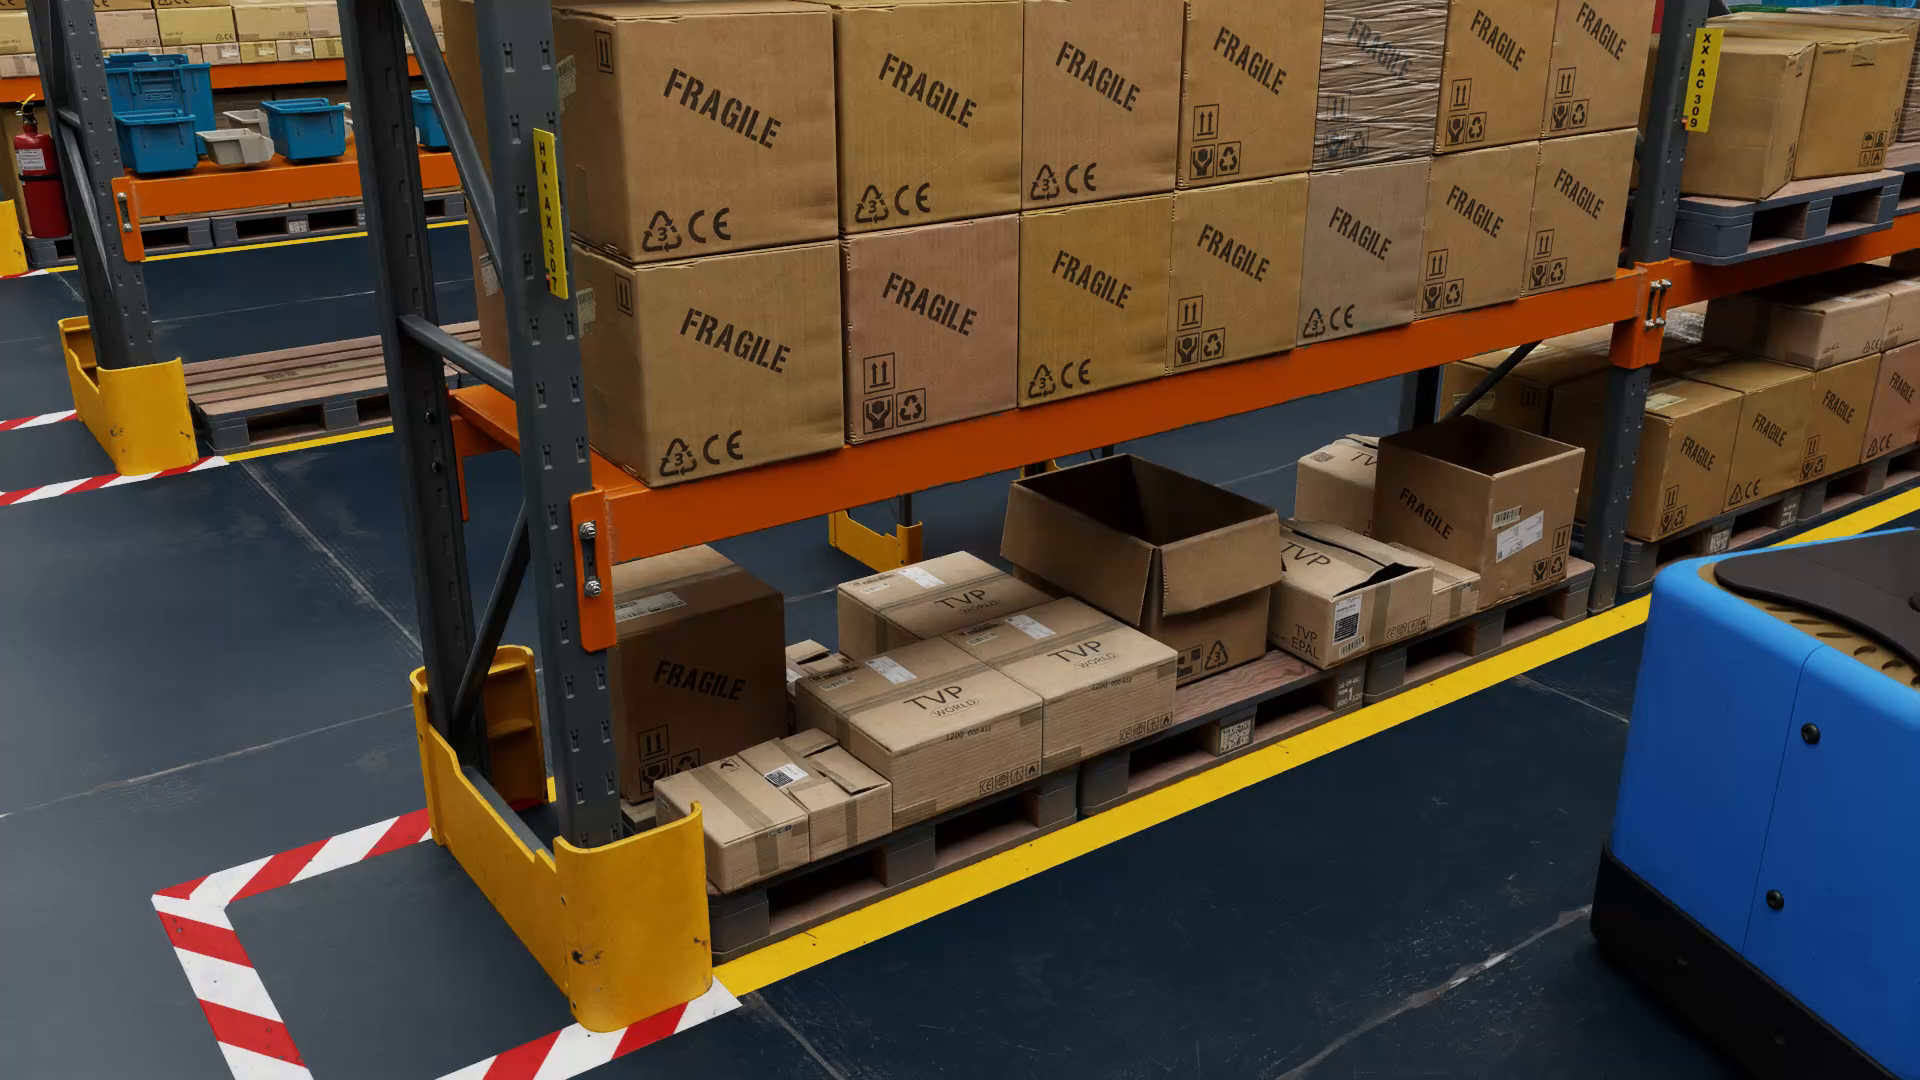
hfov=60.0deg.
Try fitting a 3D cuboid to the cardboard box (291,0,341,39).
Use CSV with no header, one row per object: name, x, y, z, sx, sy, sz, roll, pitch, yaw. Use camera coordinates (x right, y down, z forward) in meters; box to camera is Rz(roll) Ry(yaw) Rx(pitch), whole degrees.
cardboard box,-4.704,-3.925,12.485,0.500,0.250,0.500,-14,26,-32

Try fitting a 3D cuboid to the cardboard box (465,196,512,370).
cardboard box,-0.926,-0.632,4.299,0.500,0.500,0.500,-14,26,-31

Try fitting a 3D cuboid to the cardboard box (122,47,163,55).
cardboard box,-5.806,-3.417,11.752,0.250,0.149,0.380,-15,26,-34

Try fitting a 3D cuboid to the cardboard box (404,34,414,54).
cardboard box,-4.349,-3.806,12.725,0.250,0.149,0.380,-14,26,-32

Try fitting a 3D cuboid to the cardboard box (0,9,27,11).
cardboard box,-6.675,-3.641,11.775,0.500,0.250,0.500,-15,26,-34

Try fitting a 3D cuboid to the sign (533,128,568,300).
sign,-0.814,-0.646,3.300,0.005,0.325,0.100,-15,26,-33

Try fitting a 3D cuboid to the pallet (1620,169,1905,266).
pallet,2.829,-1.324,6.426,1.213,0.211,1.003,-15,26,-33

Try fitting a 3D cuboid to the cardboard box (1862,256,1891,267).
cardboard box,4.827,-1.169,8.559,0.500,0.500,0.500,-14,26,-31

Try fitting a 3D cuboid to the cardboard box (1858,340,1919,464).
cardboard box,3.898,-0.682,7.336,0.500,0.500,0.500,-16,27,-35

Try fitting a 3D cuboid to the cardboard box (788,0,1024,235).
cardboard box,-0.197,-1.050,3.996,0.500,0.500,0.500,-15,26,-32

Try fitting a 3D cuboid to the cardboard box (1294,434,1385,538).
cardboard box,1.649,-0.203,6.391,0.500,0.311,0.500,-15,26,-33

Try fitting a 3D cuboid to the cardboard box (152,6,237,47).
cardboard box,-5.538,-3.701,11.926,0.500,0.250,0.500,-16,27,-35

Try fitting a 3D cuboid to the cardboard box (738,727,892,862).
cardboard box,-0.387,0.663,4.416,0.250,0.166,0.380,-15,26,-33

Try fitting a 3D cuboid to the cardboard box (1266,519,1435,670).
cardboard box,1.211,0.143,5.526,0.500,0.311,0.500,-15,26,-33

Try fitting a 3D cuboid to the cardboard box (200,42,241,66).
cardboard box,-5.390,-3.528,12.029,0.250,0.149,0.380,-15,26,-33

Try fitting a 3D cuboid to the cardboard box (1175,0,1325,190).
cardboard box,0.624,-1.267,4.540,0.500,0.500,0.500,-15,26,-33

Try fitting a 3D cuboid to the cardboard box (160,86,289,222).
cardboard box,-5.702,-2.956,12.557,0.875,0.875,0.875,-15,26,-33

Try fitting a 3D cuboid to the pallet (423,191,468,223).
pallet,-4.329,-2.818,13.673,1.213,0.211,1.003,-15,26,-33

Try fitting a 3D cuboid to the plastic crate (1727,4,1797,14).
plastic crate,6.987,-4.606,14.677,0.662,0.188,0.450,-15,26,-33

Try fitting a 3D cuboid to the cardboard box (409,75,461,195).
cardboard box,-4.249,-3.343,13.528,0.875,0.875,0.875,-15,26,-33

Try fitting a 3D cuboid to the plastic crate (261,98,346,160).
plastic crate,-3.094,-1.945,7.868,0.300,0.233,0.416,-15,26,-33

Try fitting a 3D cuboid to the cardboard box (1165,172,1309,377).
cardboard box,0.615,-0.799,4.716,0.500,0.500,0.500,-15,26,-32

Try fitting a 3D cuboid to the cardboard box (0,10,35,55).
cardboard box,-6.366,-3.479,11.369,0.500,0.250,0.500,-16,27,-34

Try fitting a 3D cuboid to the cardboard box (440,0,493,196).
cardboard box,-0.930,-1.097,4.114,0.500,0.500,0.500,-15,26,-33

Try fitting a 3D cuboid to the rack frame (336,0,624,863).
rack frame,-1.131,-0.407,3.869,0.127,3.000,1.000,-15,26,-33

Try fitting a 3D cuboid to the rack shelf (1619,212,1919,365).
rack shelf,3.740,-1.372,7.257,4.000,0.370,1.077,-15,26,-33

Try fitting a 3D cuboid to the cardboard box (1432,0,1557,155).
cardboard box,1.443,-1.485,5.085,0.500,0.500,0.500,-16,27,-34

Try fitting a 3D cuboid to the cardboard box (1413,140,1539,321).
cardboard box,1.443,-1.022,5.275,0.500,0.500,0.500,-14,26,-31

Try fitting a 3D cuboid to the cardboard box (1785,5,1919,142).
cardboard box,4.064,-2.069,7.333,0.500,0.500,0.700,-10,24,-23

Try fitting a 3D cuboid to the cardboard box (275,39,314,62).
cardboard box,-4.973,-3.640,12.309,0.250,0.149,0.380,-14,26,-32

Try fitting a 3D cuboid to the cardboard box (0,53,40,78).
cardboard box,-6.432,-3.249,11.330,0.250,0.149,0.380,-15,26,-32

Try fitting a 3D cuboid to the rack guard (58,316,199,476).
rack guard,-4.033,-0.728,8.046,0.348,0.500,1.175,-15,26,-33

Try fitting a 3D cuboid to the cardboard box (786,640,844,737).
cardboard box,-0.452,0.452,4.945,0.250,0.166,0.380,-15,26,-33

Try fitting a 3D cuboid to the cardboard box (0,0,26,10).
cardboard box,-6.671,-3.989,11.636,0.500,0.500,0.500,-15,26,-32

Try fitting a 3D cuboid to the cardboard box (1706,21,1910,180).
cardboard box,3.152,-1.717,6.452,0.500,0.500,0.700,-10,24,-25

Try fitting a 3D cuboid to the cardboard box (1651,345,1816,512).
cardboard box,3.078,-0.466,6.797,0.500,0.500,0.500,-14,26,-32

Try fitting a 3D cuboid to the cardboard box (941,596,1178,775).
cardboard box,0.288,0.417,4.921,0.500,0.250,0.500,-15,26,-33

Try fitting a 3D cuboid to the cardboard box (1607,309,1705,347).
cardboard box,3.163,-0.722,7.438,0.500,0.500,0.500,-15,26,-32

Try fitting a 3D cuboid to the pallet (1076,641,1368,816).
pallet,0.567,0.436,5.518,1.213,0.211,1.003,-15,26,-33

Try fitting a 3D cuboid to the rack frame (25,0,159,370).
rack frame,-4.021,-1.898,7.606,0.127,3.000,1.000,-15,26,-33

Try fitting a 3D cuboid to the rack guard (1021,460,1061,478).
rack guard,0.466,-0.240,7.162,0.087,0.250,0.587,-15,26,-33

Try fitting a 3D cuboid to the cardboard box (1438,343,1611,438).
cardboard box,2.349,-0.509,6.904,0.500,0.500,0.500,-15,26,-33

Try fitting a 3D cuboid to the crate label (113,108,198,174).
crate label,-3.628,-1.803,7.511,0.303,0.233,0.416,-15,26,-33

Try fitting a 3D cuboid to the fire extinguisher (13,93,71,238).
fire extinguisher,-4.408,-1.793,7.950,0.183,0.674,0.296,-15,26,-33

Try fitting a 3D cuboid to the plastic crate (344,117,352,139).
plastic crate,-3.221,-2.093,8.368,0.243,0.136,0.396,-15,26,-33

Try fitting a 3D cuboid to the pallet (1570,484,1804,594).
pallet,2.754,-0.165,7.025,1.213,0.211,1.003,-15,26,-33

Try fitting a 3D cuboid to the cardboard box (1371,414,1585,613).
cardboard box,1.819,-0.107,5.898,0.500,0.500,0.500,-15,26,-33

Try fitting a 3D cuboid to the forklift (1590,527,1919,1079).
forklift,3.172,-0.318,3.738,3.031,2.935,1.130,-7,23,-17

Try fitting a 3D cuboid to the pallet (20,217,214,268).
pallet,-6.310,-2.290,12.349,1.213,0.211,1.003,-15,26,-33

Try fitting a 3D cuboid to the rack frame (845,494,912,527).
rack frame,-0.343,-0.605,6.389,0.032,1.500,0.500,-15,26,-33

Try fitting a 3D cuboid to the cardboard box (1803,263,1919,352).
cardboard box,3.870,-1.021,7.175,0.500,0.250,0.500,-16,26,-34

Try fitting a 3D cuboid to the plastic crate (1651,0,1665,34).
plastic crate,5.506,-4.328,13.610,0.583,0.464,0.402,-15,26,-33

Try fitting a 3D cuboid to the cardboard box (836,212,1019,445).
cardboard box,-0.201,-0.583,4.176,0.500,0.500,0.500,-15,26,-33

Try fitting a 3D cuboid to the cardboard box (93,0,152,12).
cardboard box,-5.960,-3.936,11.501,0.500,0.500,0.500,-16,27,-34

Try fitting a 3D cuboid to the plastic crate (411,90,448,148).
plastic crate,-2.559,-2.088,8.225,0.300,0.233,0.416,-15,26,-33

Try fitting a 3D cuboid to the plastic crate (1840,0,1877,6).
plastic crate,8.205,-4.955,15.467,0.408,0.251,0.499,-15,26,-33

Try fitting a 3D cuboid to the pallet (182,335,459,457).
pallet,-3.329,-0.770,8.540,1.213,0.211,1.003,-15,26,-33

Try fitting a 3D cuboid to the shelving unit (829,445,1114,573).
shelving unit,0.062,-0.713,6.660,1.083,1.500,0.587,-15,26,-33

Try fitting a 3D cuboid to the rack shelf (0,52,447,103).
rack shelf,-5.290,-3.487,12.558,4.000,0.370,1.077,-15,26,-33
